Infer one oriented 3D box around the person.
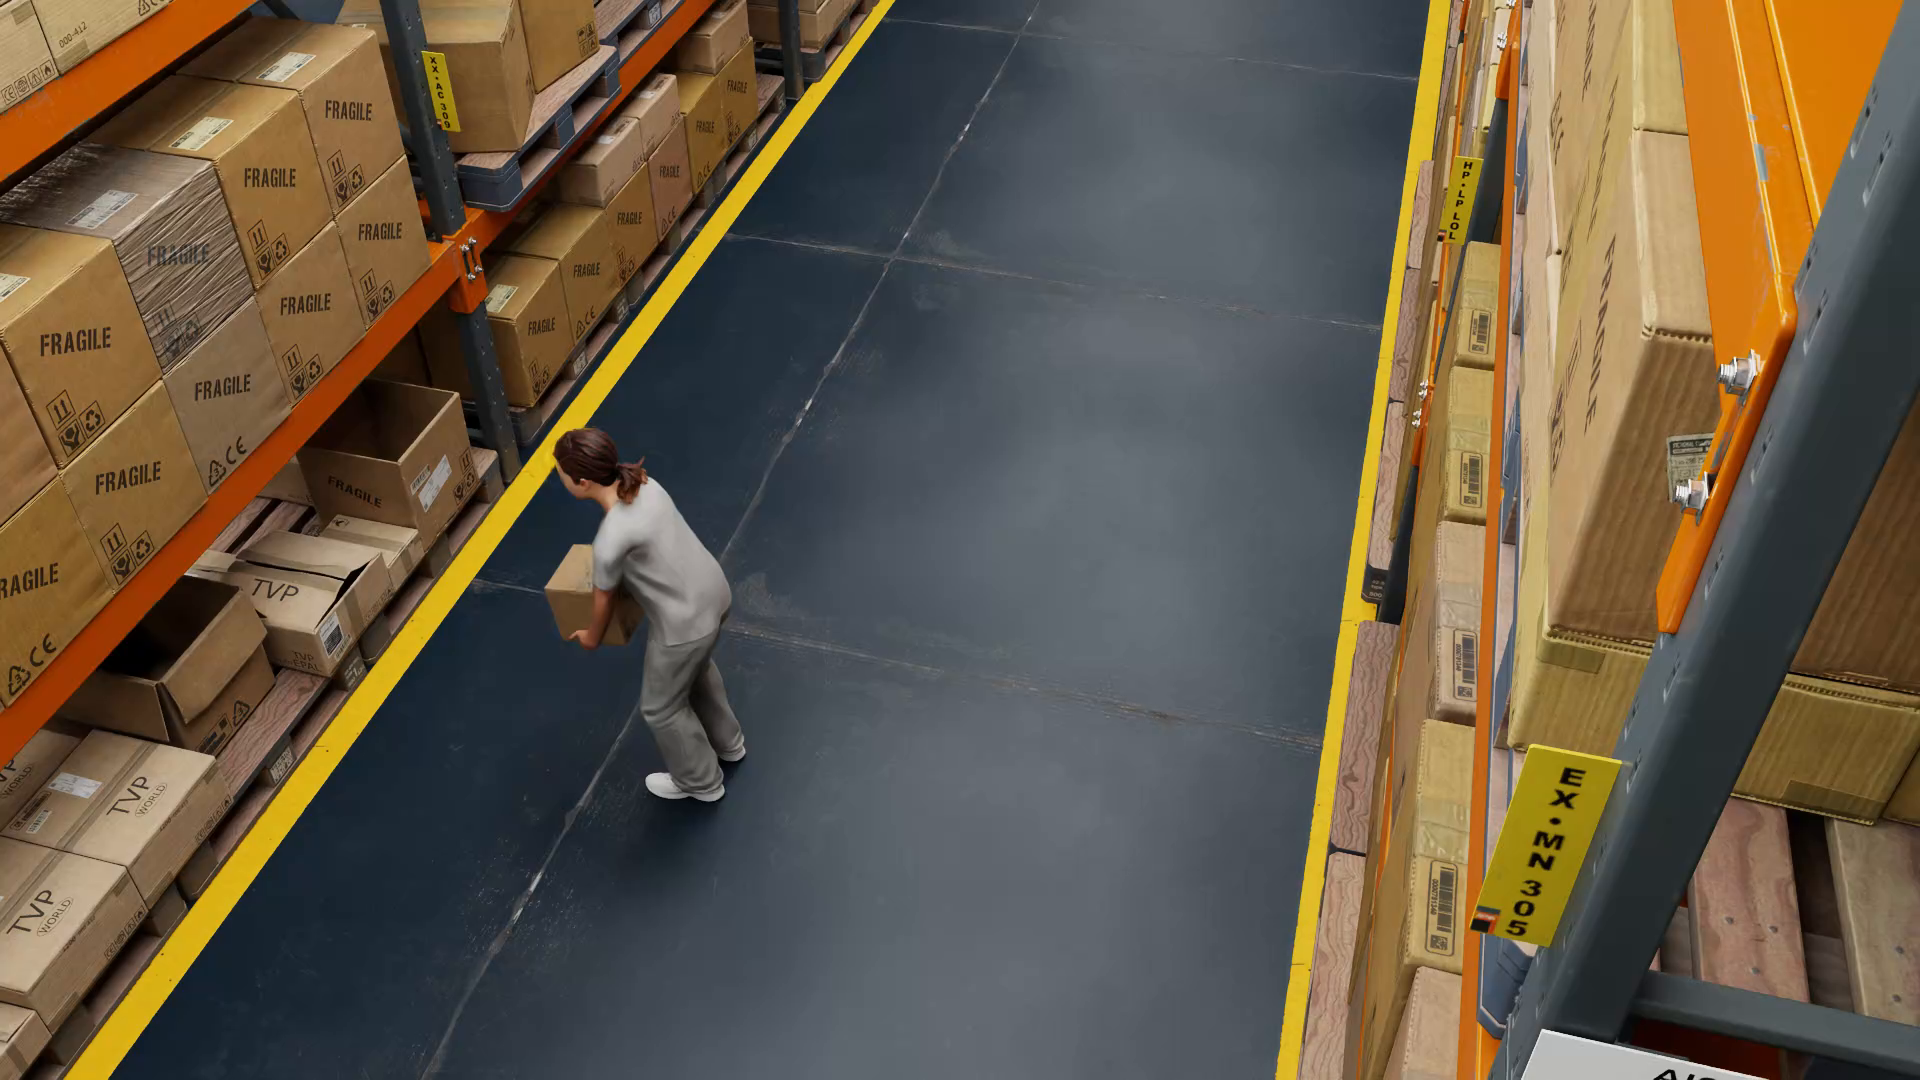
[{"bbox_3d":[-1.091,0.275,5.902,0.550,1.606,0.407,9,42,10],"label":"person"}]
